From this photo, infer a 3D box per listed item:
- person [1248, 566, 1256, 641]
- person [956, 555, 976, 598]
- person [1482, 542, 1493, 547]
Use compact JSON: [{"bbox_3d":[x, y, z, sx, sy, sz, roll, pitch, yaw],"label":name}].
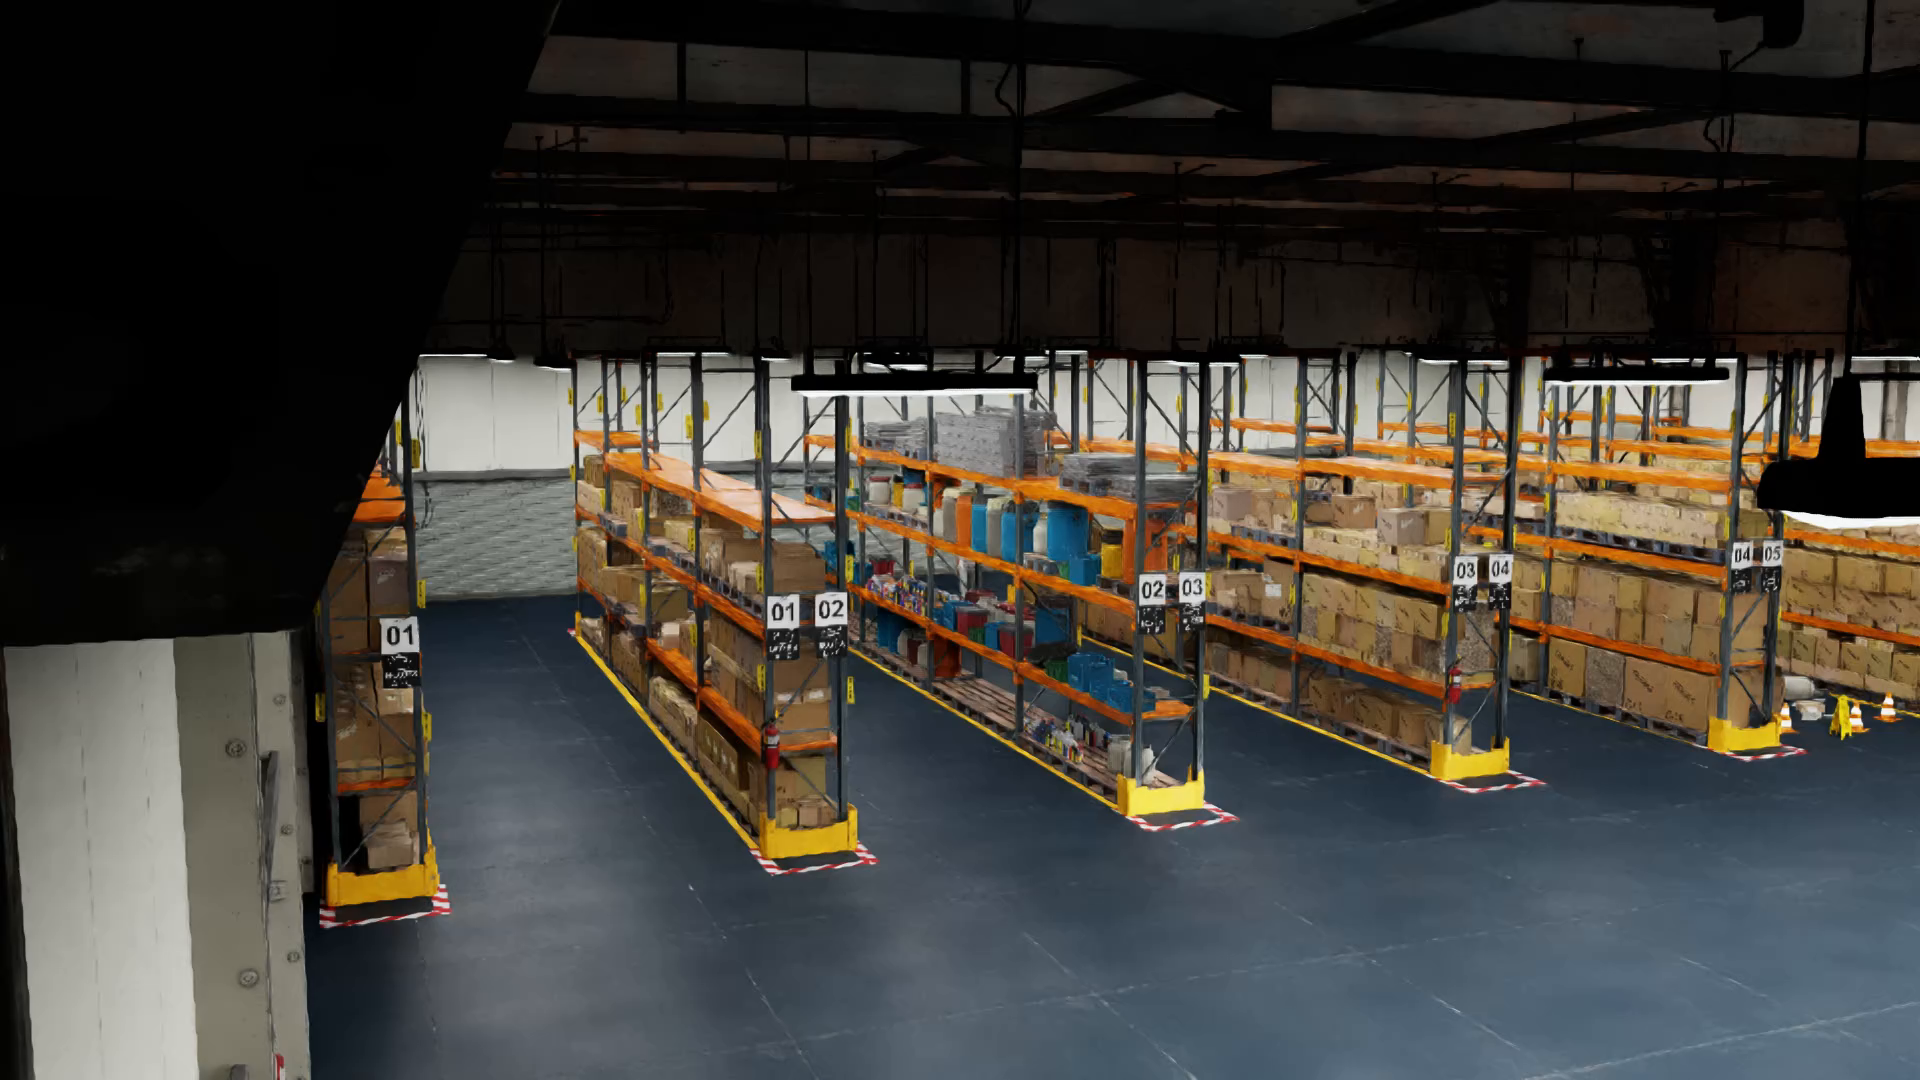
[{"bbox_3d":[5.901,1.356,34.166,0.625,1.495,0.517,-3,8,-23],"label":"person"},{"bbox_3d":[0.202,0.641,38.851,0.533,1.707,1.020,-1,7,-12],"label":"person"},{"bbox_3d":[11.494,0.918,36.433,0.592,1.764,0.687,0,7,-1],"label":"person"}]
